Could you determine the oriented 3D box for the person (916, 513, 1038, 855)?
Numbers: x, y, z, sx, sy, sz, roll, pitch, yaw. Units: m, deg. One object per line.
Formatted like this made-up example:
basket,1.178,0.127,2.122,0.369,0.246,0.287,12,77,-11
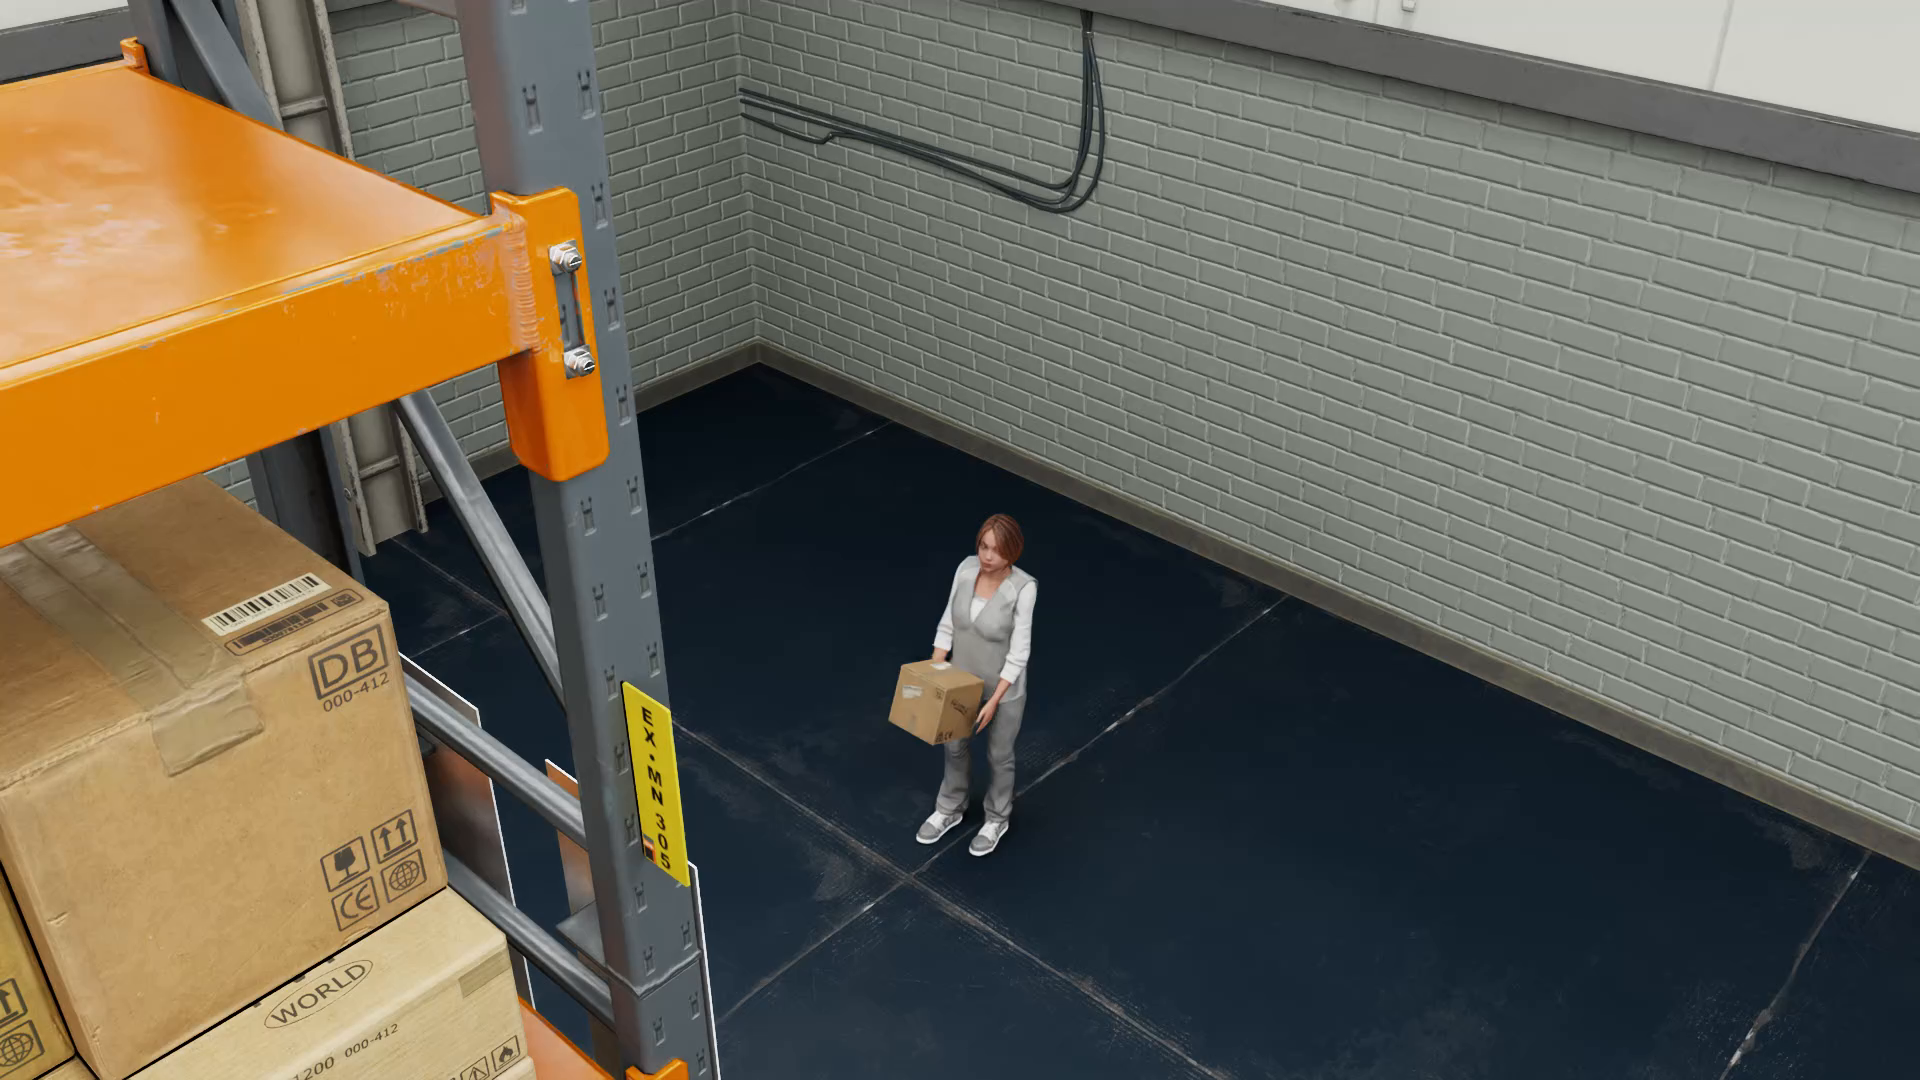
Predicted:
person,0.070,0.637,6.953,0.457,1.601,0.461,17,35,25
